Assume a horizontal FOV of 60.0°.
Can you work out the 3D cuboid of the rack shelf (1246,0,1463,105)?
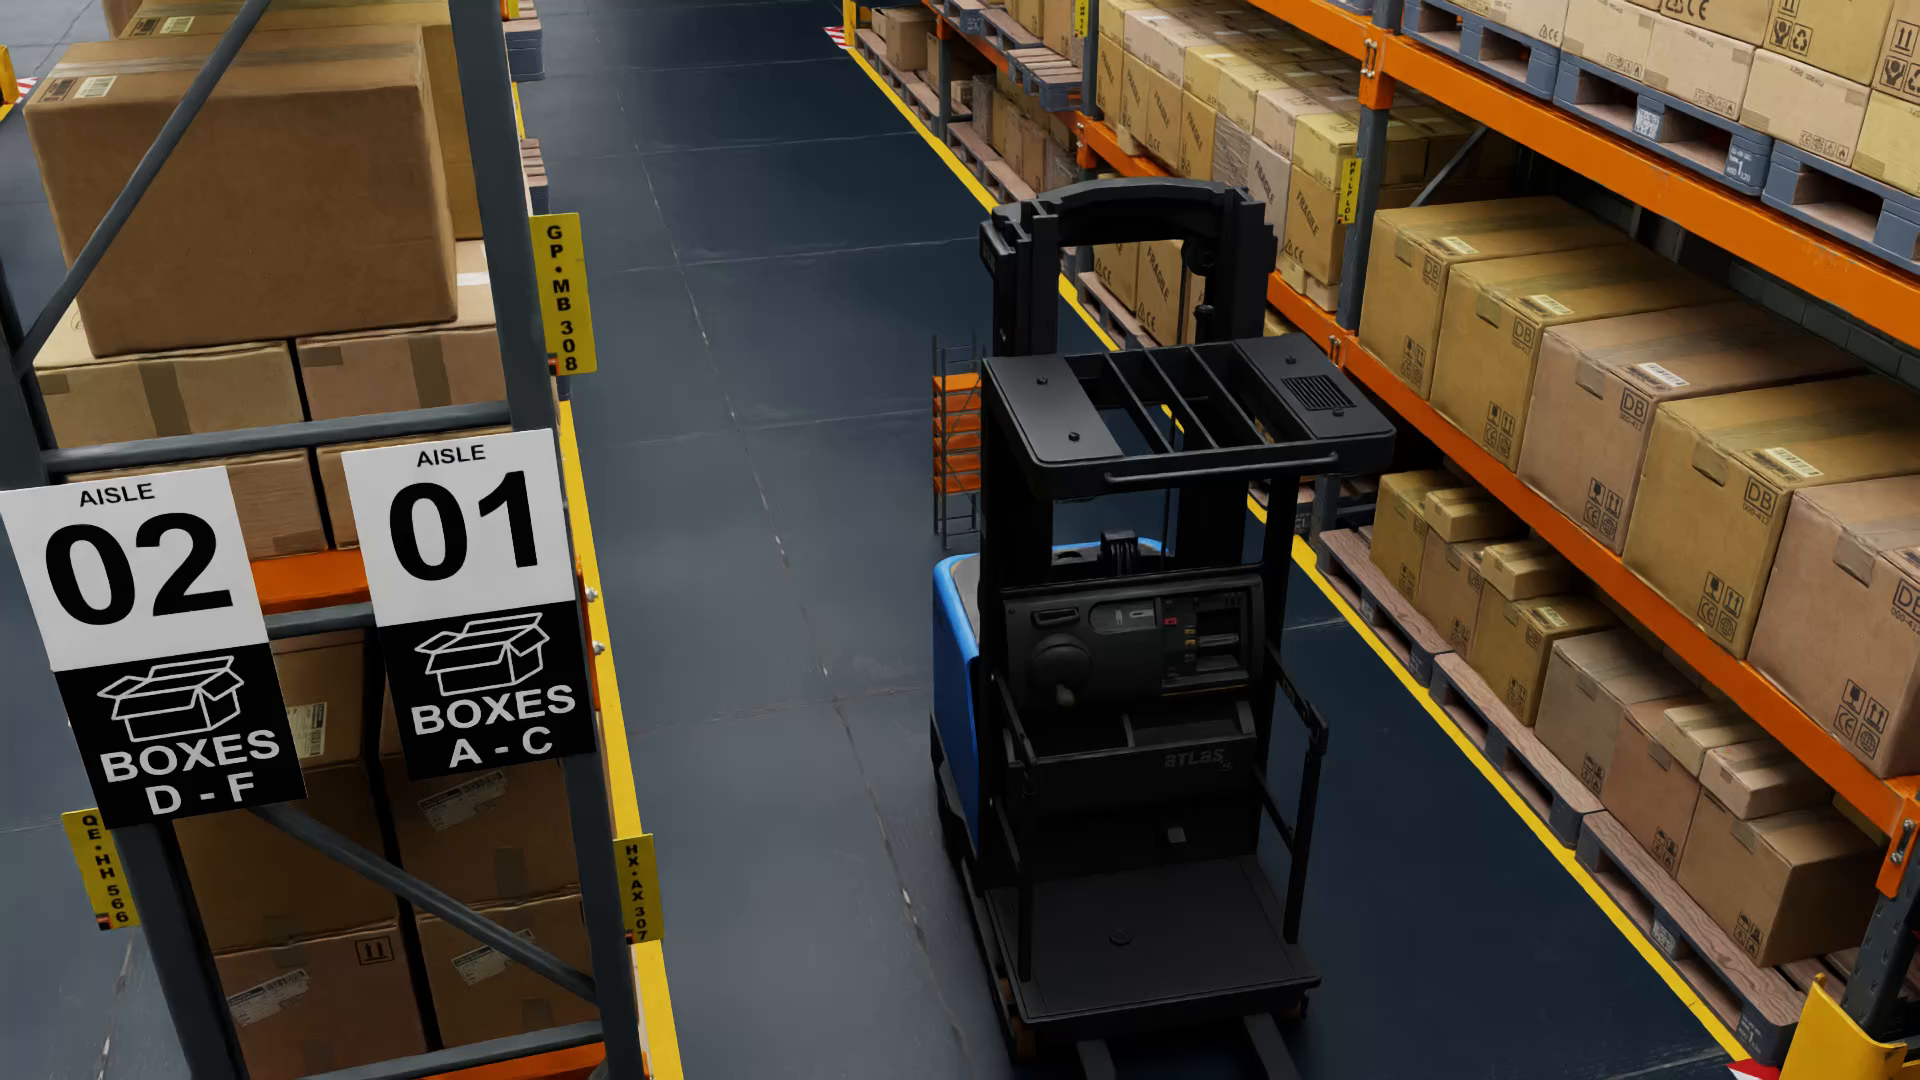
[{"bbox_3d":[1.894,-3.265,9.621,1.077,0.370,4.000,-8,31,-13],"label":"rack shelf"}]

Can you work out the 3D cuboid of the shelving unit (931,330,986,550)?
[{"bbox_3d":[-0.004,-0.526,8.961,0.258,1.200,0.189,-8,31,-13],"label":"shelving unit"}]

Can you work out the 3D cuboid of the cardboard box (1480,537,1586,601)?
[{"bbox_3d":[2.578,0.124,7.471,0.380,0.149,0.250,-9,31,-15],"label":"cardboard box"}]

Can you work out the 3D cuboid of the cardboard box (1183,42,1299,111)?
[{"bbox_3d":[1.656,-2.750,9.841,0.500,0.250,0.500,-8,31,-14],"label":"cardboard box"}]

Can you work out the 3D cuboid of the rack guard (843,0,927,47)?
[{"bbox_3d":[-0.740,-5.990,19.099,1.175,0.500,0.348,-8,31,-13],"label":"rack guard"}]

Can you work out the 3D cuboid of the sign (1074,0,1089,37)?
[{"bbox_3d":[0.842,-3.634,11.458,0.100,0.325,0.005,-8,31,-13],"label":"sign"}]

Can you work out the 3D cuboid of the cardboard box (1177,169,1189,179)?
[{"bbox_3d":[1.596,-2.337,10.524,0.380,0.149,0.250,-7,31,-13],"label":"cardboard box"}]

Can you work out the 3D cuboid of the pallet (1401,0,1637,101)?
[{"bbox_3d":[2.632,-2.176,7.109,1.003,0.211,1.213,-8,31,-13],"label":"pallet"}]

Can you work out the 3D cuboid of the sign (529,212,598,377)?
[{"bbox_3d":[-0.765,-0.469,3.199,0.100,0.325,0.005,-8,31,-13],"label":"sign"}]

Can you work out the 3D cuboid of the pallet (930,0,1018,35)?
[{"bbox_3d":[0.364,-4.705,14.575,1.003,0.211,1.213,-8,31,-13],"label":"pallet"}]

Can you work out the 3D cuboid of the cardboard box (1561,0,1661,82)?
[{"bbox_3d":[2.619,-1.907,6.187,0.500,0.250,0.500,-9,31,-15],"label":"cardboard box"}]

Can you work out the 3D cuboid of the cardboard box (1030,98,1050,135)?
[{"bbox_3d":[0.890,-3.550,13.696,0.500,0.250,0.500,-8,31,-14],"label":"cardboard box"}]

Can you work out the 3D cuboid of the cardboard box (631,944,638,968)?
[{"bbox_3d":[-1.425,1.496,5.976,0.500,0.250,0.500,-8,31,-13],"label":"cardboard box"}]

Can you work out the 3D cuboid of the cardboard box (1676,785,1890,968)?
[{"bbox_3d":[3.204,1.195,6.267,0.700,0.500,0.500,-8,31,-13],"label":"cardboard box"}]

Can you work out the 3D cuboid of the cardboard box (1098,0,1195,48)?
[{"bbox_3d":[1.243,-3.482,11.106,0.500,0.250,0.500,-7,31,-12],"label":"cardboard box"}]

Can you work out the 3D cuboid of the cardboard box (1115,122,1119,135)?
[{"bbox_3d":[1.286,-2.832,11.378,0.380,0.149,0.250,-7,31,-13],"label":"cardboard box"}]

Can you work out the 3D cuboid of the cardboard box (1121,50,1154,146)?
[{"bbox_3d":[1.375,-2.902,10.853,0.500,0.500,0.500,-7,31,-12],"label":"cardboard box"}]

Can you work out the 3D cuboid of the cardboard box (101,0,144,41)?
[{"bbox_3d":[-1.728,-1.220,4.271,0.700,0.500,0.500,-8,31,-13],"label":"cardboard box"}]

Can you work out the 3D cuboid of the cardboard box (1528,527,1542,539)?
[{"bbox_3d":[2.890,-0.033,7.742,0.380,0.149,0.250,-9,31,-15],"label":"cardboard box"}]

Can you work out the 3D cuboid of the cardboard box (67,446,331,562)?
[{"bbox_3d":[-1.679,-0.166,3.698,0.500,0.250,0.500,-8,31,-13],"label":"cardboard box"}]

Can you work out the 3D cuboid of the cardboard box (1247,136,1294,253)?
[{"bbox_3d":[1.914,-1.928,9.169,0.500,0.500,0.500,-8,31,-13],"label":"cardboard box"}]

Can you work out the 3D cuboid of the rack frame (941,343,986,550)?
[{"bbox_3d":[0.020,-0.482,8.885,0.240,1.200,0.006,-8,31,-13],"label":"rack frame"}]

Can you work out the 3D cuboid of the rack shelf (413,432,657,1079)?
[{"bbox_3d":[-1.819,0.625,5.893,1.077,0.370,4.000,-8,31,-13],"label":"rack shelf"}]

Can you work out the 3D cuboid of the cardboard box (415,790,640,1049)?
[{"bbox_3d":[-1.152,0.987,4.450,0.500,0.500,0.500,-7,31,-12],"label":"cardboard box"}]

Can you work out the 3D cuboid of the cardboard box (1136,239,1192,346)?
[{"bbox_3d":[1.658,-1.699,10.918,0.750,0.750,0.750,-8,31,-14],"label":"cardboard box"}]

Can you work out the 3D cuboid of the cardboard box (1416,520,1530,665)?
[{"bbox_3d":[2.655,0.206,7.976,0.700,0.500,0.500,-8,31,-14],"label":"cardboard box"}]

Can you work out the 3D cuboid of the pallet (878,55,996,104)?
[{"bbox_3d":[-0.238,-4.879,17.469,1.003,0.211,1.213,-8,31,-13],"label":"pallet"}]

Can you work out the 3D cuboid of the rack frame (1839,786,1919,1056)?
[{"bbox_3d":[3.483,0.620,5.185,0.949,2.616,0.053,-8,31,-13],"label":"rack frame"}]

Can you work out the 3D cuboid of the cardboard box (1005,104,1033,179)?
[{"bbox_3d":[0.795,-3.437,14.249,0.700,0.500,0.500,-8,31,-13],"label":"cardboard box"}]

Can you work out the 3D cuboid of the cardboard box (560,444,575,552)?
[{"bbox_3d":[-1.426,0.061,5.053,0.500,0.500,0.500,-7,31,-13],"label":"cardboard box"}]

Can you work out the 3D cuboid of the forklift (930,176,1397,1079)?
[{"bbox_3d":[0.658,0.407,5.620,1.130,2.935,3.031,-6,31,-10],"label":"forklift"}]

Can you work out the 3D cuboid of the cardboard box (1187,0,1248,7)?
[{"bbox_3d":[1.733,-3.565,11.249,0.500,0.250,0.500,-7,31,-12],"label":"cardboard box"}]

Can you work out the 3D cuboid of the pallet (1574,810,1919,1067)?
[{"bbox_3d":[3.199,1.451,6.533,1.003,0.211,1.213,-8,31,-13],"label":"pallet"}]

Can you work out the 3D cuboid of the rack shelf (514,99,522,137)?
[{"bbox_3d":[-2.881,-2.605,8.480,1.077,0.370,4.000,-8,31,-13],"label":"rack shelf"}]

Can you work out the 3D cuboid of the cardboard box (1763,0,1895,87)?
[{"bbox_3d":[2.907,-1.724,5.121,0.500,0.500,0.500,-7,31,-12],"label":"cardboard box"}]

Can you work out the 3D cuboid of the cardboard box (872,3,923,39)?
[{"bbox_3d":[-0.663,-5.789,18.502,0.500,0.311,0.500,-11,32,-19],"label":"cardboard box"}]

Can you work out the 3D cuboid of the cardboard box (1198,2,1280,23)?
[{"bbox_3d":[1.868,-3.314,10.816,0.500,0.250,0.500,-9,31,-15],"label":"cardboard box"}]

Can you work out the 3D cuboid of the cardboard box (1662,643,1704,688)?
[{"bbox_3d":[3.161,0.460,6.890,0.380,0.149,0.250,-7,31,-13],"label":"cardboard box"}]

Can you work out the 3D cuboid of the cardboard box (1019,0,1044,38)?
[{"bbox_3d":[0.877,-4.302,13.150,0.700,0.500,0.500,-8,31,-13],"label":"cardboard box"}]

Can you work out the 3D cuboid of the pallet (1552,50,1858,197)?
[{"bbox_3d":[2.952,-1.588,6.093,1.003,0.211,1.213,-8,31,-13],"label":"pallet"}]

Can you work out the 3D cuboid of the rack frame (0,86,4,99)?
[{"bbox_3d":[-10.312,-5.791,16.260,1.000,3.000,0.127,-8,31,-13],"label":"rack frame"}]

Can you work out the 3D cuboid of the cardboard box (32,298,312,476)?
[{"bbox_3d":[-1.671,-0.384,3.575,0.500,0.250,0.500,-8,31,-13],"label":"cardboard box"}]

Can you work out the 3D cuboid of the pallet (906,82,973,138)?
[{"bbox_3d":[0.089,-4.289,16.449,1.003,0.211,1.213,-8,31,-13],"label":"pallet"}]

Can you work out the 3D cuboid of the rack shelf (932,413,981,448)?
[{"bbox_3d":[-0.004,-0.592,8.924,0.258,0.103,0.180,-8,31,-13],"label":"rack shelf"}]

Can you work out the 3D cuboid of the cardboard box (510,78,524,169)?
[{"bbox_3d":[-1.568,-1.177,4.946,0.500,0.250,0.500,-8,31,-13],"label":"cardboard box"}]

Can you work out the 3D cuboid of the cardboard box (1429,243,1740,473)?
[{"bbox_3d":[2.741,-0.825,7.381,0.980,0.700,0.700,-9,31,-15],"label":"cardboard box"}]
